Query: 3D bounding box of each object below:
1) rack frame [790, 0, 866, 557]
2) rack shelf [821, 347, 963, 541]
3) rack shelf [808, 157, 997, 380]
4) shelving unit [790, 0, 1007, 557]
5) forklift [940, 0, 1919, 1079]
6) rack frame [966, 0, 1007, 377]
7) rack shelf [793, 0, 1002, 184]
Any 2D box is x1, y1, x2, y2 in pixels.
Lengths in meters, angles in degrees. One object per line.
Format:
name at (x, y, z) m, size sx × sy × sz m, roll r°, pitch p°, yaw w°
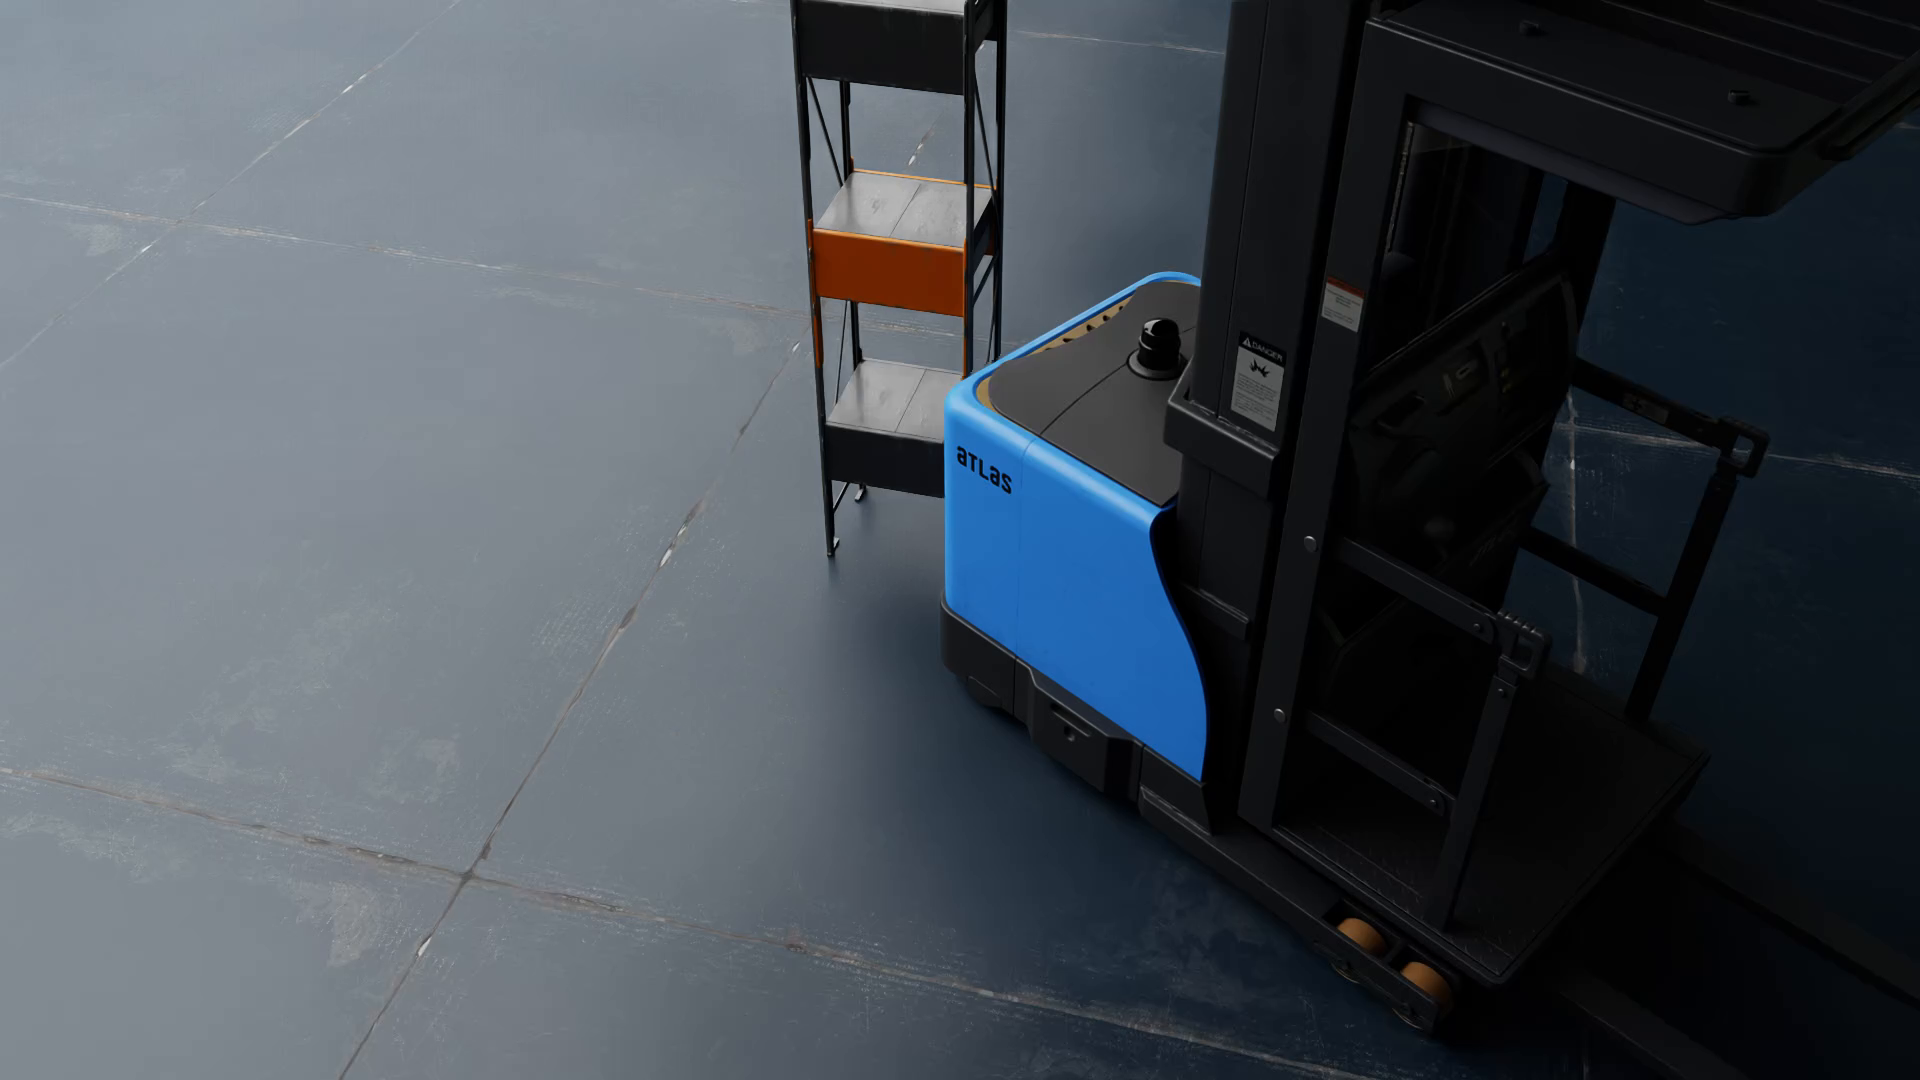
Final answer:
rack frame at (-0.396, -0.872, 5.156) m, size 0.015 × 2.100 × 0.400 m, roll 10°, pitch 41°, yaw 11°
rack shelf at (-0.160, -0.285, 5.566) m, size 0.480 × 0.518 × 0.431 m, roll 10°, pitch 41°, yaw 11°
rack shelf at (-0.160, -0.821, 5.116) m, size 0.480 × 0.518 × 0.431 m, roll 10°, pitch 41°, yaw 11°
shelving unit at (-0.160, -0.832, 5.107) m, size 0.503 × 2.100 × 0.431 m, roll 10°, pitch 41°, yaw 11°
forklift at (1.332, -0.254, 3.773) m, size 1.130 × 2.935 × 3.031 m, roll -32°, pitch 50°, yaw -33°
rack frame at (0.076, -0.791, 5.059) m, size 0.015 × 2.100 × 0.400 m, roll 10°, pitch 41°, yaw 11°
rack shelf at (-0.160, -1.357, 4.666) m, size 0.480 × 0.518 × 0.431 m, roll 10°, pitch 41°, yaw 11°
